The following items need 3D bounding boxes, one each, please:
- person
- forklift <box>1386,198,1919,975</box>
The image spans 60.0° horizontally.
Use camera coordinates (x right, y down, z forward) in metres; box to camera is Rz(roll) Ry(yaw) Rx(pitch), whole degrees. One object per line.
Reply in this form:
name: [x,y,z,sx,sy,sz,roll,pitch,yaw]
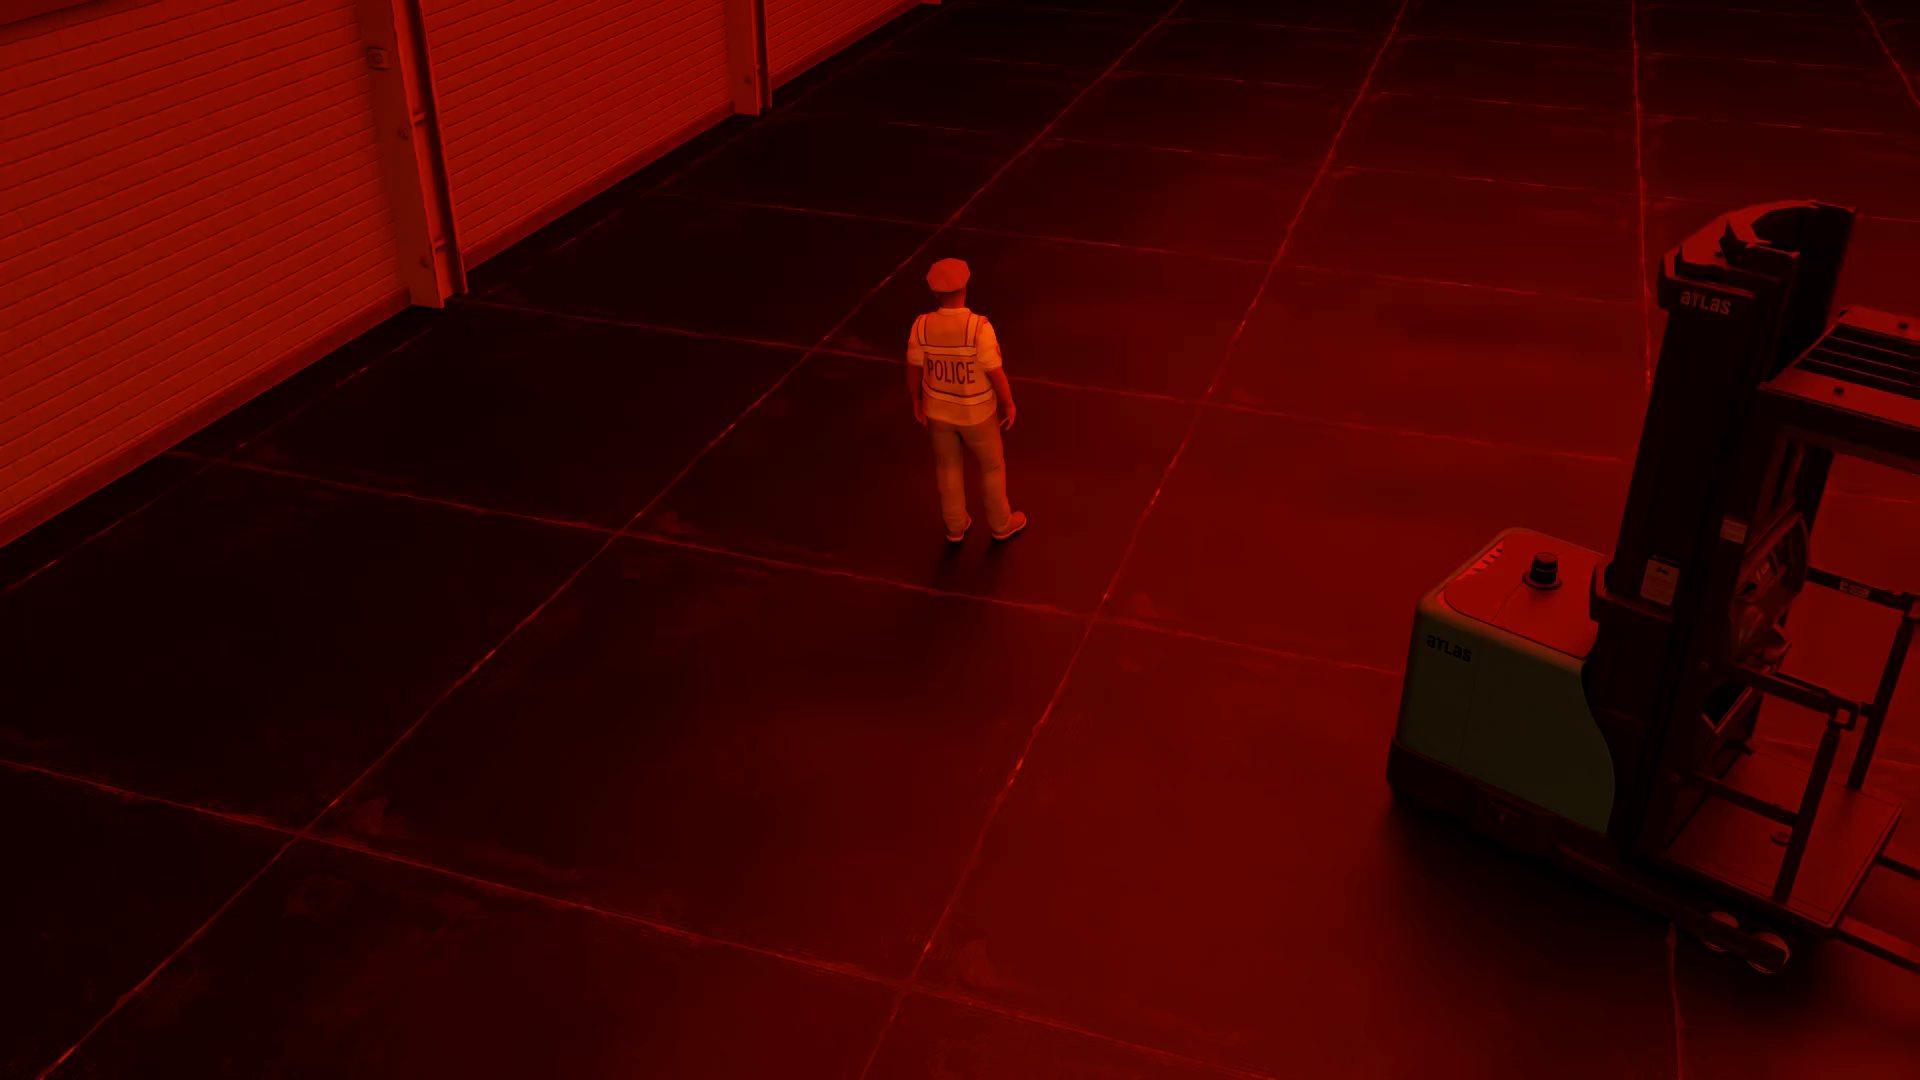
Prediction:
person: [0.037,-0.814,9.711,0.640,1.781,0.575,10,31,16]
forklift: [3.478,0.235,6.724,3.031,2.935,1.130,23,37,35]
